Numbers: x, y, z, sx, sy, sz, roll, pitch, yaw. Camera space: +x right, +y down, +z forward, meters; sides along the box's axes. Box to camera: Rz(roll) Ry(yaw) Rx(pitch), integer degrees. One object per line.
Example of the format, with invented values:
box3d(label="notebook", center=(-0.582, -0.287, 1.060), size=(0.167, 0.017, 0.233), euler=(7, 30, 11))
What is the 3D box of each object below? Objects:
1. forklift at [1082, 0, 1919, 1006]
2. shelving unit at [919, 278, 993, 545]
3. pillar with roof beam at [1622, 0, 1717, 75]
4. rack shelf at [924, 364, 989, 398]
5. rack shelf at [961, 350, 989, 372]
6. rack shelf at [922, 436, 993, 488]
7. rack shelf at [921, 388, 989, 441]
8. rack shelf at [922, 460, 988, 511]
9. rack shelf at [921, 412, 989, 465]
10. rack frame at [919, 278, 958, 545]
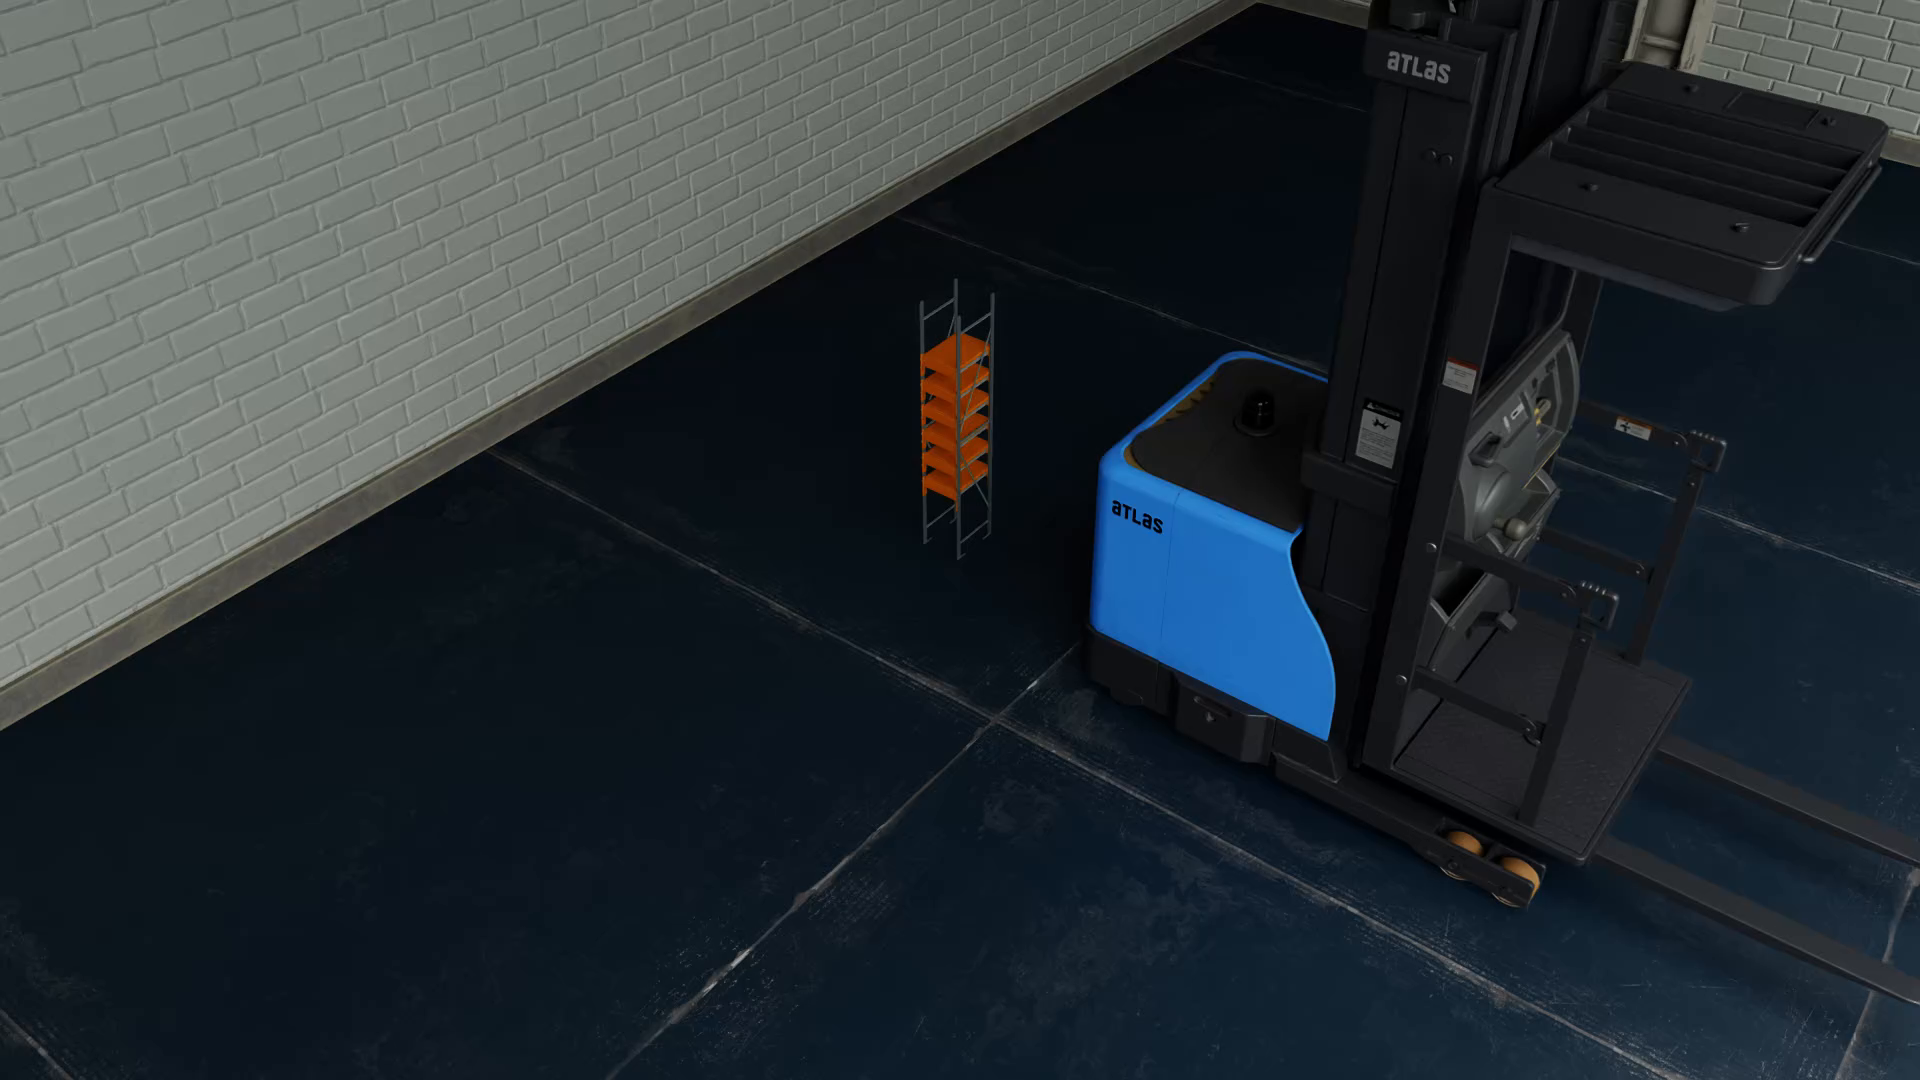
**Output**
box3d(label="forklift", center=(1.957, -0.230, 5.275), size=(3.031, 2.797, 1.129), euler=(25, 45, 28))
box3d(label="shelving unit", center=(-0.013, -0.479, 6.888), size=(0.184, 1.200, 0.258), euler=(25, 45, 29))
box3d(label="pillar with roof beam", center=(1.884, -4.262, 5.394), size=(0.400, 9.000, 9.100), euler=(25, 45, 29))
box3d(label="rack shelf", center=(-0.011, -0.653, 6.750), size=(0.171, 0.034, 0.221), euler=(25, 45, 29))
box3d(label="rack shelf", center=(-0.011, -0.742, 6.680), size=(0.166, 0.020, 0.199), euler=(25, 45, 29))
box3d(label="rack shelf", center=(-0.011, -0.348, 6.988), size=(0.180, 0.103, 0.258), euler=(25, 45, 29))
box3d(label="rack shelf", center=(-0.011, -0.537, 6.840), size=(0.180, 0.103, 0.258), euler=(25, 45, 29))
box3d(label="rack shelf", center=(-0.011, -0.254, 7.062), size=(0.180, 0.103, 0.258), euler=(25, 45, 29))
box3d(label="rack shelf", center=(-0.011, -0.443, 6.914), size=(0.180, 0.103, 0.258), euler=(25, 45, 29))
box3d(label="rack frame", center=(-0.084, -0.512, 6.931), size=(0.006, 1.200, 0.240), euler=(25, 45, 29))
